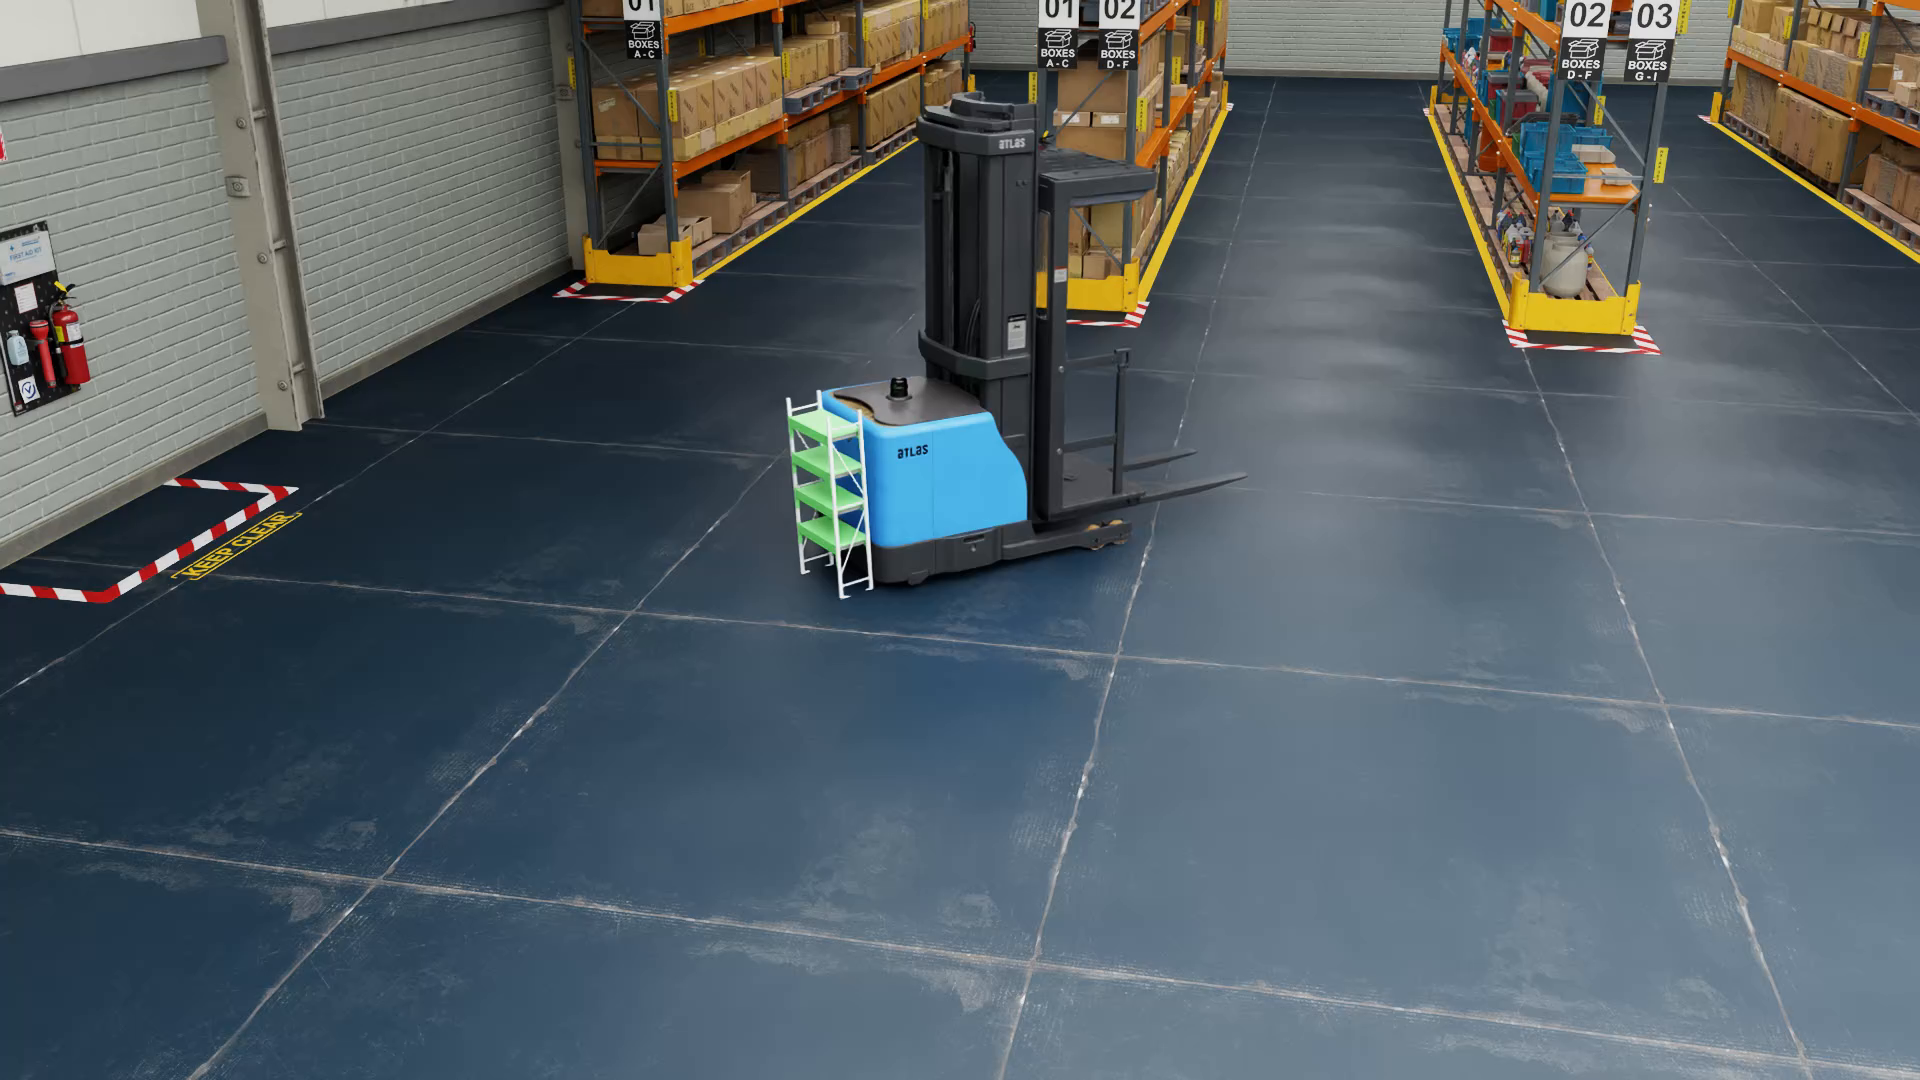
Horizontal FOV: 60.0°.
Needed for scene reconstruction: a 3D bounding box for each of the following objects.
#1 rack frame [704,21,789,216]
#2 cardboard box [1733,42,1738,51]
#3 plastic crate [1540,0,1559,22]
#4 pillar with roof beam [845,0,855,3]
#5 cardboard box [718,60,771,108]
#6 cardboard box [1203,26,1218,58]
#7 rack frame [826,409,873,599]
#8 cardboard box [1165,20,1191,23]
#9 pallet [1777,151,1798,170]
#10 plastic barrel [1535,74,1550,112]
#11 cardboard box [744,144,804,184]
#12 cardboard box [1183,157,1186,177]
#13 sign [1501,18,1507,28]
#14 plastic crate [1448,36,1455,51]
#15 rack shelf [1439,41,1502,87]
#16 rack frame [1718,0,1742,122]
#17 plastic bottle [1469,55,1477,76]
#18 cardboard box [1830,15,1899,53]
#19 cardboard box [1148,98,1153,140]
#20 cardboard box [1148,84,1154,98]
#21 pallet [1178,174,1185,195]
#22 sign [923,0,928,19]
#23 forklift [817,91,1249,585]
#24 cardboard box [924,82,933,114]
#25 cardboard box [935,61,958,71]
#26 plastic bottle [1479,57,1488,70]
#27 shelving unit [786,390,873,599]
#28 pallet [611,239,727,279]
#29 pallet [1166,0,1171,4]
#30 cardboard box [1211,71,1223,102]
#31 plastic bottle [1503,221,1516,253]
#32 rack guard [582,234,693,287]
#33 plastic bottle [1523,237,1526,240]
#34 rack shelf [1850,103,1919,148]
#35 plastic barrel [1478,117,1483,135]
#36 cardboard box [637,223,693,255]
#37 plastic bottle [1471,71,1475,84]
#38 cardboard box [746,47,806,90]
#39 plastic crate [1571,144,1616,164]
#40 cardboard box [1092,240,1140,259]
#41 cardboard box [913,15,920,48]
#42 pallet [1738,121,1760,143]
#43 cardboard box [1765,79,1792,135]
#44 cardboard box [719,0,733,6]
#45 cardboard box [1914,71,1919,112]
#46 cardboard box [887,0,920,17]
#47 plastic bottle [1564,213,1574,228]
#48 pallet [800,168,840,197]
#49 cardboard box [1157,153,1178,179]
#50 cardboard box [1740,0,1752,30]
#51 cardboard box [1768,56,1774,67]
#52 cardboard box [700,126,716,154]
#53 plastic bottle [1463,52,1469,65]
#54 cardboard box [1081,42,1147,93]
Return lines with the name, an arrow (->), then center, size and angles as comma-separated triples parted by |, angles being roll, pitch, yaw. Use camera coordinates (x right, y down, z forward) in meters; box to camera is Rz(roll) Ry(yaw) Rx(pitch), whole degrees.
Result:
rack frame -> -2.760, -5.699, 21.489 | 1.000, 3.000, 0.127 | 4, 22, 11
cardboard box -> 13.790, -8.640, 29.127 | 0.380, 0.149, 0.250 | 4, 22, 10
plastic crate -> 6.217, -5.585, 17.213 | 0.392, 0.384, 0.575 | 4, 22, 11
pillar with roof beam -> 2.383, -11.401, 27.617 | 9.100, 9.000, 0.400 | 4, 22, 11
cardboard box -> -2.650, -5.607, 20.431 | 0.500, 0.500, 0.500 | 4, 22, 11
cardboard box -> 4.093, -8.461, 28.212 | 0.500, 0.500, 0.500 | 5, 22, 12
rack frame -> -0.677, -0.210, 10.252 | 0.240, 1.200, 0.015 | -17, 27, -31
cardboard box -> 3.329, -8.077, 26.698 | 0.700, 0.500, 0.500 | 8, 23, 19
pallet -> 13.336, -5.911, 25.747 | 1.003, 0.211, 1.213 | 4, 22, 11
plastic barrel -> 7.498, -5.608, 21.082 | 0.433, 0.535, 0.433 | 0, 22, 0
cardboard box -> -2.570, -5.207, 23.024 | 0.700, 0.500, 0.500 | 4, 22, 10
cardboard box -> 2.936, -5.305, 23.630 | 0.500, 0.250, 0.500 | 4, 22, 10
sign -> 9.929, -9.372, 30.391 | 0.100, 0.325, 0.005 | 4, 22, 11
plastic crate -> 8.685, -8.626, 28.901 | 0.416, 0.233, 0.300 | 4, 22, 11
rack shelf -> 8.979, -8.267, 28.829 | 1.077, 0.370, 4.000 | 4, 22, 11
rack frame -> 14.236, -8.955, 29.573 | 1.000, 3.000, 0.127 | 4, 22, 11
plastic bottle -> 7.791, -7.154, 25.167 | 0.144, 0.351, 0.185 | 4, 22, 11
cardboard box -> 13.035, -7.291, 23.965 | 0.797, 0.503, 0.637 | 5, 23, 13
cardboard box -> 1.905, -5.013, 19.652 | 0.700, 0.500, 0.500 | 4, 22, 10
cardboard box -> 2.035, -5.182, 19.204 | 0.380, 0.149, 0.250 | 4, 22, 11
pallet -> 2.700, -5.194, 23.968 | 1.003, 0.211, 1.213 | 4, 22, 11
sign -> -0.594, -9.087, 28.458 | 0.100, 0.325, 0.005 | 4, 22, 11
forklift -> 0.586, -1.452, 11.036 | 3.031, 2.935, 1.130 | -12, 25, -27
cardboard box -> -0.874, -7.926, 29.802 | 0.700, 0.500, 0.500 | 5, 22, 12
cardboard box -> -0.255, -9.006, 31.615 | 0.380, 0.149, 0.250 | 5, 22, 12
plastic bottle -> 8.064, -7.322, 25.684 | 0.152, 0.276, 0.135 | 4, 22, 11
shelving unit -> -0.815, -0.285, 10.438 | 0.258, 1.200, 0.503 | -17, 27, -31
pallet -> -3.360, -3.265, 19.178 | 1.003, 0.211, 1.213 | 4, 22, 11
pallet -> 1.942, -6.359, 19.232 | 1.003, 0.211, 1.213 | 4, 22, 11
cardboard box -> 4.669, -8.538, 31.296 | 0.500, 0.500, 0.500 | 4, 22, 11
plastic bottle -> 6.243, -3.431, 18.815 | 0.144, 0.351, 0.185 | 4, 22, 10
rack guard -> -3.561, -3.104, 18.393 | 1.175, 0.500, 0.348 | 4, 22, 11
plastic bottle -> 6.332, -3.301, 18.691 | 0.097, 0.201, 0.097 | 0, 22, 0
rack shelf -> 12.196, -4.964, 20.627 | 1.077, 0.370, 4.000 | 4, 22, 11
plastic barrel -> 8.069, -6.076, 25.091 | 0.600, 0.588, 0.708 | 4, 22, 11
cardboard box -> -3.347, -3.439, 18.888 | 0.500, 0.311, 0.500 | 2, 22, 5
plastic bottle -> 7.647, -6.869, 24.661 | 0.097, 0.201, 0.097 | 0, 22, 0
cardboard box -> -2.502, -6.337, 22.350 | 0.700, 0.500, 0.500 | 7, 23, 16
plastic crate -> 6.855, -4.208, 18.141 | 0.530, 0.136, 0.437 | 4, 22, 11
cardboard box -> 1.700, -3.142, 18.257 | 0.500, 0.250, 0.500 | 4, 22, 11
cardboard box -> -0.975, -8.630, 28.209 | 0.500, 0.500, 0.500 | 4, 22, 10
pallet -> 13.898, -6.918, 28.249 | 1.003, 0.211, 1.213 | 4, 22, 11
cardboard box -> 13.633, -6.937, 26.844 | 0.875, 0.875, 0.875 | 4, 22, 11
cardboard box -> -2.928, -6.368, 18.974 | 0.500, 0.500, 0.500 | 6, 23, 14
cardboard box -> 12.051, -5.450, 20.170 | 0.797, 0.503, 0.637 | 7, 23, 16
cardboard box -> -0.972, -8.976, 28.063 | 0.500, 0.250, 0.500 | 5, 22, 12
plastic bottle -> 7.050, -3.591, 19.213 | 0.144, 0.351, 0.185 | 3, 22, 8
pallet -> -2.356, -5.138, 23.828 | 1.003, 0.211, 1.213 | 4, 22, 11
cardboard box -> 2.630, -5.006, 22.137 | 0.500, 0.311, 0.500 | 4, 22, 9
cardboard box -> 13.772, -9.033, 28.567 | 0.500, 0.500, 0.500 | 4, 22, 10
cardboard box -> 13.266, -7.700, 26.794 | 0.380, 0.149, 0.250 | 4, 22, 10
cardboard box -> -3.074, -4.521, 18.738 | 0.500, 0.250, 0.500 | 4, 22, 9
plastic bottle -> 8.026, -7.580, 26.333 | 0.097, 0.271, 0.097 | 0, 22, 0
cardboard box -> 1.699, -5.258, 18.522 | 0.700, 0.500, 0.500 | 4, 22, 11
